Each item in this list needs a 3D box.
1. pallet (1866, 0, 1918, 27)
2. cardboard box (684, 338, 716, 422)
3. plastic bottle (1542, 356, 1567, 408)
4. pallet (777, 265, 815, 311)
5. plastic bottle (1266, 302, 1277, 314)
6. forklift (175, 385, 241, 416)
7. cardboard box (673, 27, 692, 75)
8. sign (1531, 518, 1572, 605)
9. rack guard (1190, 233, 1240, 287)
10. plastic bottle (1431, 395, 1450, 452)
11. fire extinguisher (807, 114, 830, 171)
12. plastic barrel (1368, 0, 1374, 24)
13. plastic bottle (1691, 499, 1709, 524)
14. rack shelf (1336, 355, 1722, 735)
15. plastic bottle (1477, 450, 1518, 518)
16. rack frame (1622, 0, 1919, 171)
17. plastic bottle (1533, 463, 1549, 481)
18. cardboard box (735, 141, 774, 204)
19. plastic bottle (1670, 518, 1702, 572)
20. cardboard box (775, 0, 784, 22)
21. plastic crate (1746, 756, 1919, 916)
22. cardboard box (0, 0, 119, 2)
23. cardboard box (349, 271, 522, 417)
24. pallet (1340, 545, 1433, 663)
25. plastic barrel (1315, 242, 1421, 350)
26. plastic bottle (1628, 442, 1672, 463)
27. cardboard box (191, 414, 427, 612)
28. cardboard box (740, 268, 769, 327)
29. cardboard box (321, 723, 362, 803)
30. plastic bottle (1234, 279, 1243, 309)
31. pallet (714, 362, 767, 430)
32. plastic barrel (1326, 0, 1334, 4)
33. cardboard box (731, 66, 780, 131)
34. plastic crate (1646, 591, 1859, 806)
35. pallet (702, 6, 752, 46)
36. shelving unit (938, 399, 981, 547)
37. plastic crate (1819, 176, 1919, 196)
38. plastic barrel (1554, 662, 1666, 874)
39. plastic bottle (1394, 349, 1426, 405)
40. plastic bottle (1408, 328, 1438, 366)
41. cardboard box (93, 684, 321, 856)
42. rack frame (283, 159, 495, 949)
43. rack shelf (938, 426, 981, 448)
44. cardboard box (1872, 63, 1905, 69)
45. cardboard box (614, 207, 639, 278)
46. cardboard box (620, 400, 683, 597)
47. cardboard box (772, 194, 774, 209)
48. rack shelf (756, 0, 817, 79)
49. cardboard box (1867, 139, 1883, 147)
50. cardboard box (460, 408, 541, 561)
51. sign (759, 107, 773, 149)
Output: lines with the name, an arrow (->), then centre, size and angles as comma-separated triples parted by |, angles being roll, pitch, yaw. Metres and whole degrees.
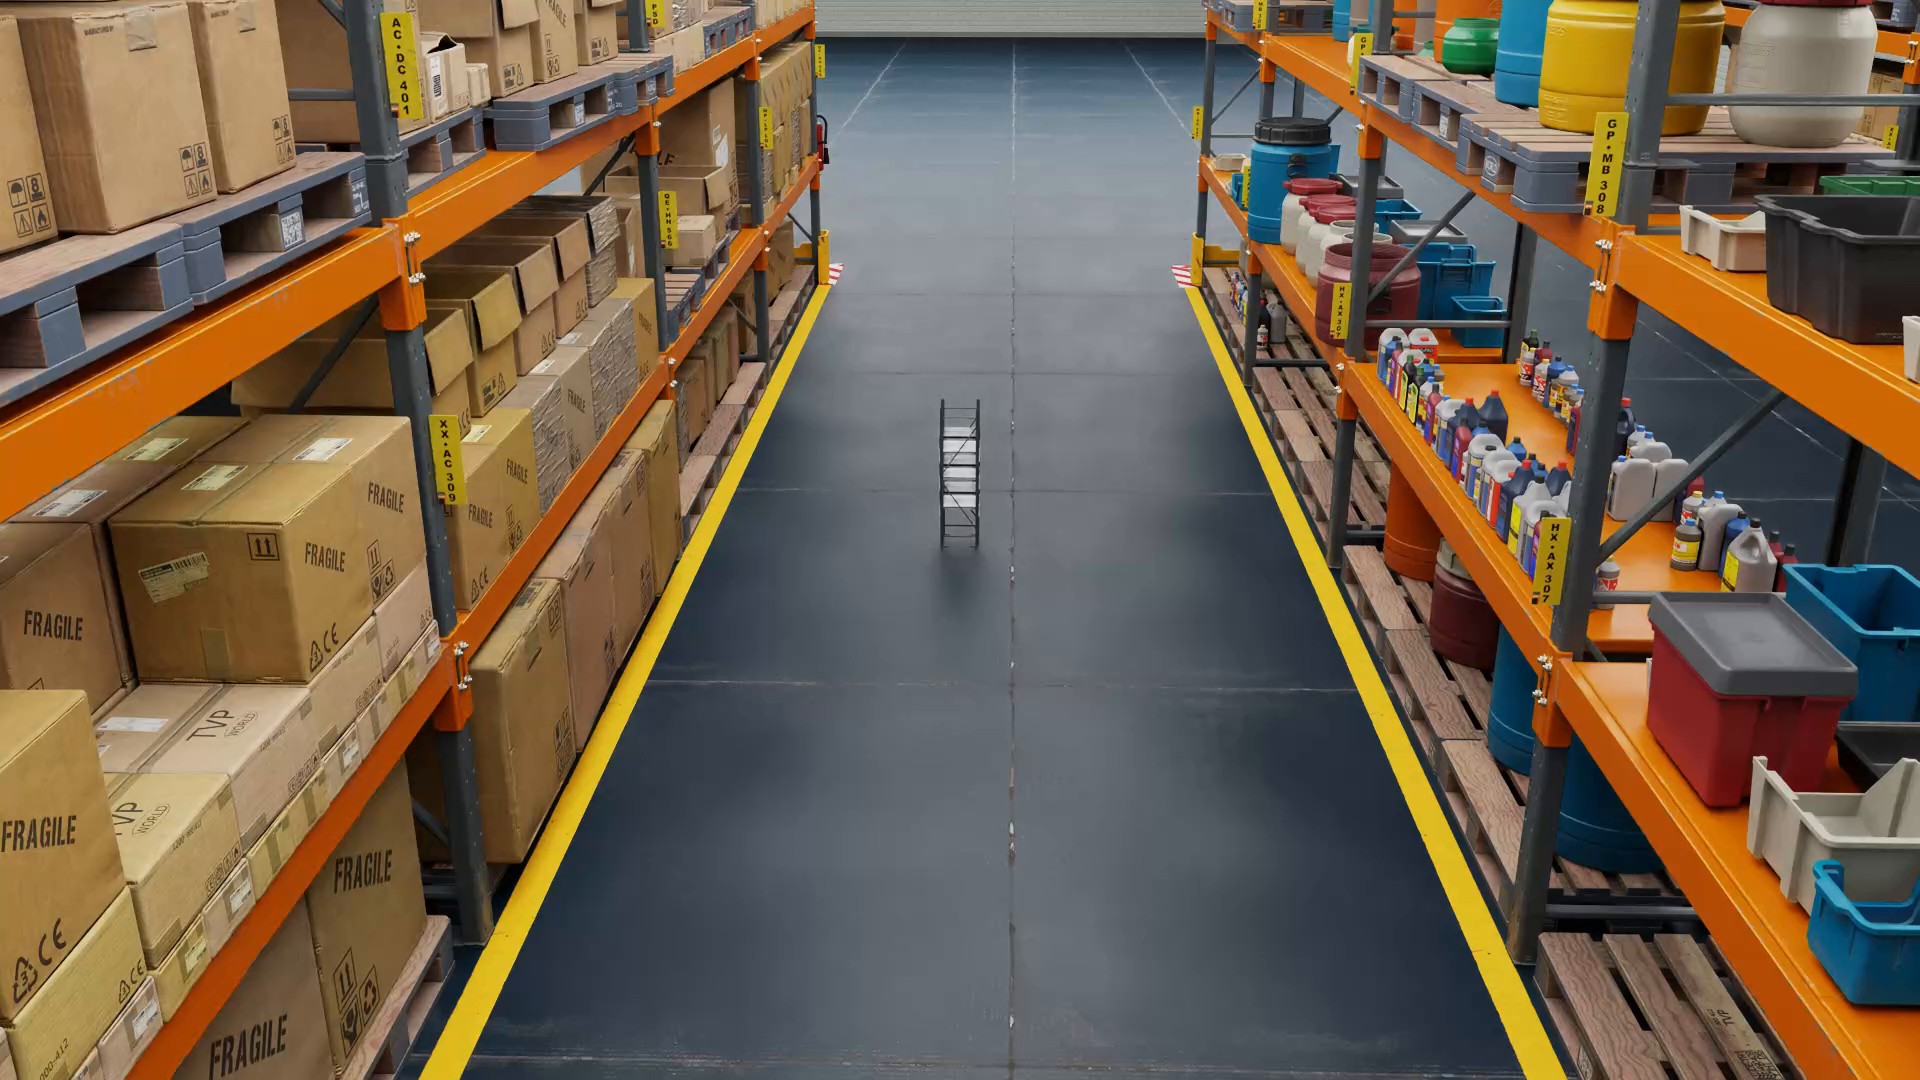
pallet -> 7.807, -4.291, 13.417 | 1.003, 0.211, 1.213 | 1, 21, 2
cardboard box -> -2.185, -1.179, 12.268 | 0.700, 0.500, 0.500 | -1, 21, -3
plastic bottle -> 3.114, -0.828, 8.695 | 0.097, 0.271, 0.097 | 0, 21, 0
pallet -> -2.035, -2.561, 16.837 | 1.003, 0.211, 1.213 | 1, 21, 2
plastic bottle -> 2.742, -1.929, 14.511 | 0.152, 0.276, 0.135 | 1, 21, 2
forklift -> -4.601, -1.342, 9.935 | 1.130, 2.935, 3.031 | 1, 21, 2
cardboard box -> -1.931, -2.970, 10.098 | 0.500, 0.250, 0.500 | 1, 21, 3
sign -> 2.063, 0.076, 5.804 | 0.100, 0.325, 0.005 | 1, 21, 2
rack guard -> 3.022, -2.934, 17.399 | 1.175, 0.500, 0.348 | 1, 21, 2
plastic bottle -> 2.332, -0.562, 8.010 | 0.097, 0.271, 0.097 | 0, 21, 0
fire extinguisher -> -1.509, -4.182, 17.267 | 0.296, 0.674, 0.183 | 1, 21, 2
plastic barrel -> 3.018, -3.654, 10.959 | 0.600, 0.901, 0.708 | 1, 21, 2
plastic bottle -> 3.053, -0.068, 6.832 | 0.097, 0.201, 0.097 | 0, 21, 0
rack shelf -> 2.674, -0.176, 7.831 | 1.077, 0.370, 4.000 | 1, 21, 2
plastic bottle -> 2.332, -0.240, 7.171 | 0.152, 0.276, 0.135 | 1, 21, 2
rack frame -> 2.613, -2.585, 4.751 | 1.000, 3.000, 0.127 | 1, 21, 2
plastic bottle -> 2.453, -0.194, 7.061 | 0.097, 0.271, 0.097 | 0, 21, 0
cardboard box -> -2.019, -3.083, 13.778 | 0.875, 0.500, 0.500 | 1, 21, 2
plastic bottle -> 2.894, 0.014, 6.620 | 0.097, 0.201, 0.097 | 0, 21, 0
cardboard box -> -1.788, -4.595, 14.284 | 0.500, 0.250, 0.500 | 0, 21, -1
plastic crate -> 2.382, 0.789, 4.430 | 0.437, 0.282, 0.530 | 1, 21, 2
cardboard box -> -2.373, -1.540, 4.311 | 0.500, 0.250, 0.500 | -1, 21, -2
cardboard box -> -2.294, -0.836, 7.012 | 0.797, 0.503, 0.637 | 1, 21, 2
pallet -> 2.752, 0.351, 9.333 | 1.003, 0.211, 1.213 | 1, 21, 2
plastic barrel -> 2.446, -1.469, 9.981 | 0.600, 0.536, 0.708 | 1, 21, 2
plastic bottle -> 3.043, -0.312, 7.359 | 0.152, 0.276, 0.135 | 1, 21, 2
cardboard box -> -2.085, -0.092, 5.379 | 0.500, 0.500, 0.500 | 1, 21, 3
cardboard box -> -2.033, -2.117, 14.714 | 0.500, 0.500, 0.500 | 8, 22, 19
cardboard box -> -2.043, 0.667, 5.010 | 0.380, 0.149, 0.250 | 1, 21, 3
plastic bottle -> 2.601, -2.284, 15.433 | 0.097, 0.271, 0.097 | 0, 21, 0
pallet -> -2.117, -1.154, 13.211 | 1.003, 0.211, 1.213 | 1, 21, 2
plastic barrel -> 3.066, -4.481, 13.048 | 0.421, 0.512, 0.421 | 0, 21, 0
cardboard box -> -1.813, -3.727, 14.057 | 0.500, 0.500, 0.500 | 1, 21, 2
plastic crate -> 2.335, 0.474, 4.989 | 0.402, 0.464, 0.583 | 1, 21, 2
pallet -> -2.220, -3.824, 12.351 | 1.213, 0.211, 1.003 | 1, 21, 2
shelving unit -> 0.000, -0.417, 10.359 | 0.258, 0.900, 0.210 | 1, 21, 2
plastic crate -> 2.902, -0.931, 4.929 | 0.450, 0.188, 0.662 | 1, 21, 2
plastic barrel -> 2.646, 0.798, 6.647 | 0.600, 0.901, 0.708 | 1, 21, 2
plastic bottle -> 2.384, -0.857, 8.761 | 0.152, 0.276, 0.135 | 1, 21, 2
plastic bottle -> 2.550, -1.022, 9.188 | 0.152, 0.276, 0.135 | 1, 21, 2
cardboard box -> -2.118, 0.623, 4.574 | 0.500, 0.250, 0.500 | 1, 21, 3
rack frame -> -2.338, 0.157, 5.977 | 1.000, 3.000, 0.127 | 1, 21, 2
rack shelf -> 0.000, -0.637, 10.273 | 0.258, 0.077, 0.200 | 1, 21, 2
cardboard box -> 7.844, -3.801, 14.246 | 0.700, 0.500, 0.500 | 1, 21, 2
cardboard box -> -2.240, -1.727, 10.115 | 0.500, 0.500, 0.500 | -2, 21, -5
cardboard box -> -2.258, -0.245, 9.370 | 1.225, 0.875, 0.875 | 0, 21, -1
cardboard box -> -1.787, -2.874, 14.136 | 0.380, 0.149, 0.250 | 1, 21, 2
rack shelf -> -2.034, -4.522, 14.883 | 1.077, 0.370, 4.000 | 1, 21, 2
cardboard box -> 7.611, -3.164, 13.502 | 0.380, 0.149, 0.250 | 0, 21, 0
cardboard box -> -2.060, -0.235, 6.849 | 0.500, 0.500, 0.500 | 1, 21, 2
sign -> -1.540, -3.270, 13.210 | 0.100, 0.325, 0.005 | 1, 21, 2
